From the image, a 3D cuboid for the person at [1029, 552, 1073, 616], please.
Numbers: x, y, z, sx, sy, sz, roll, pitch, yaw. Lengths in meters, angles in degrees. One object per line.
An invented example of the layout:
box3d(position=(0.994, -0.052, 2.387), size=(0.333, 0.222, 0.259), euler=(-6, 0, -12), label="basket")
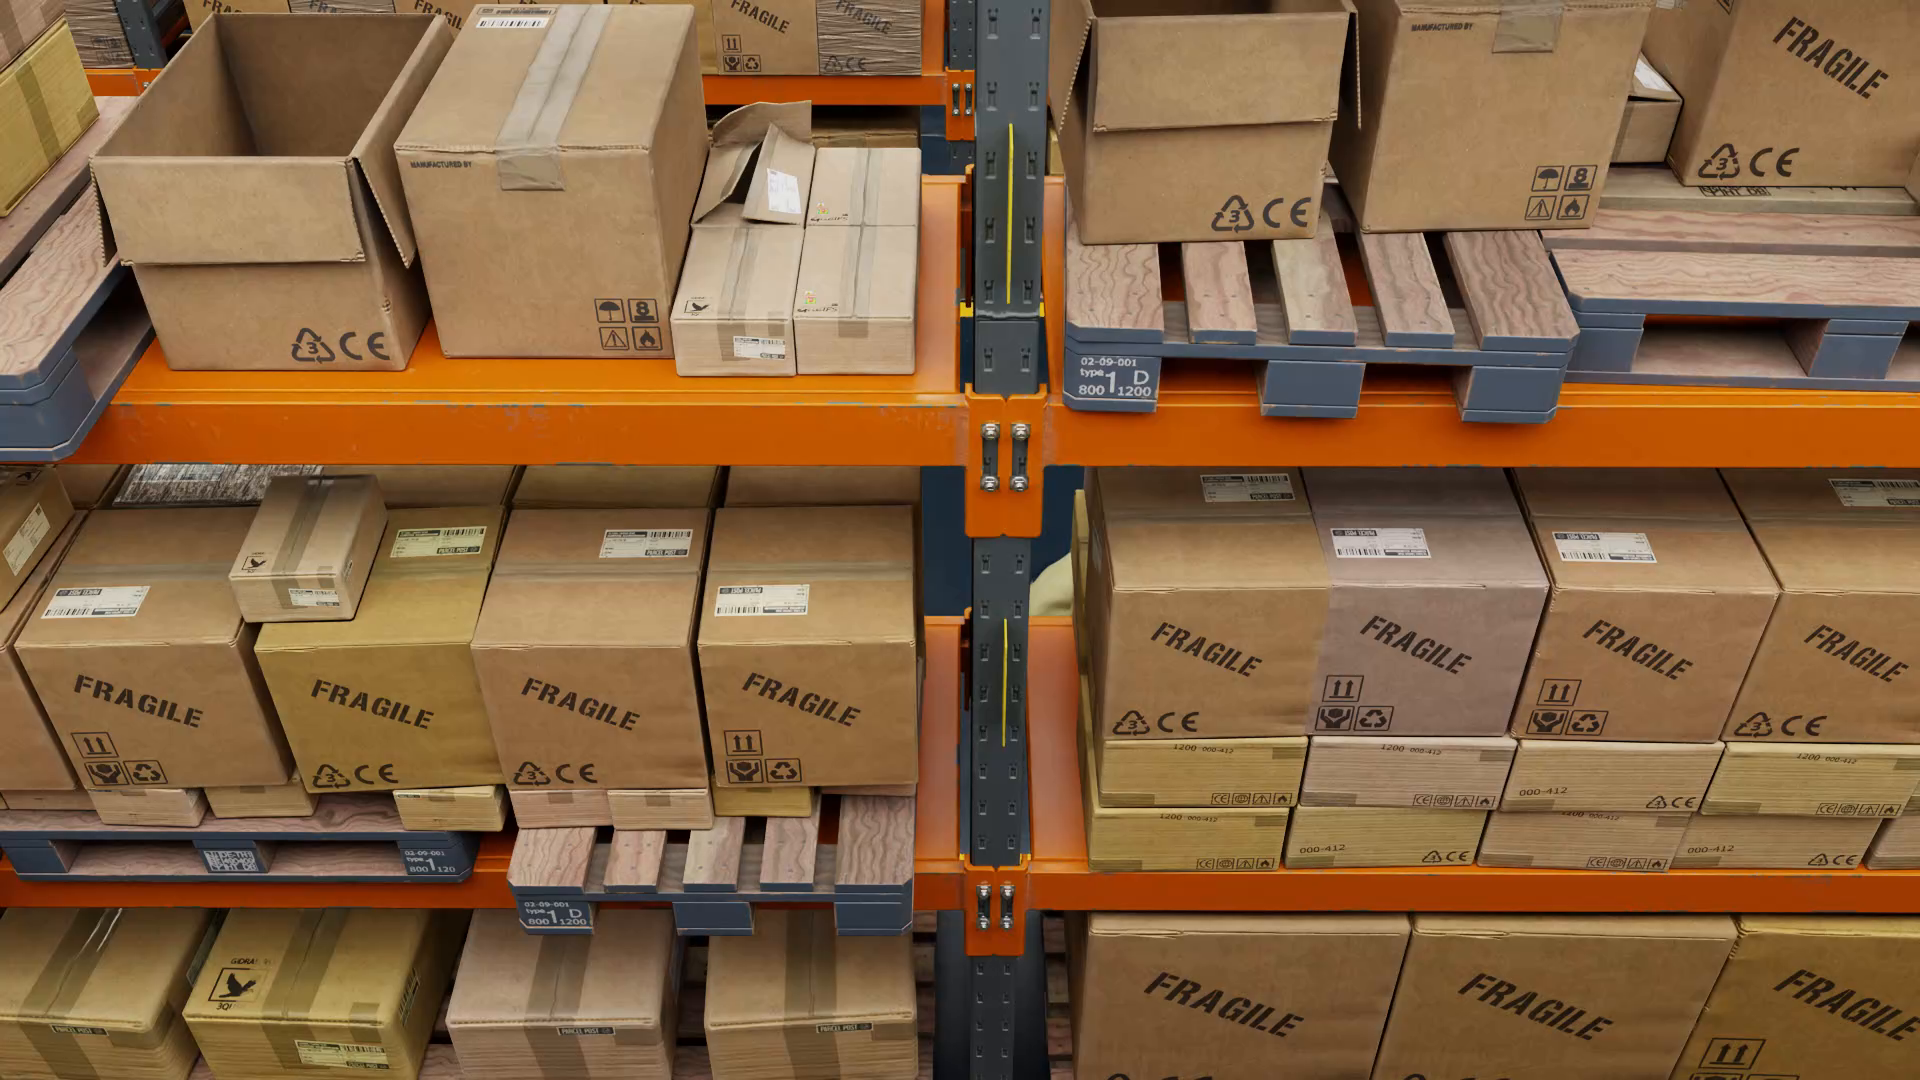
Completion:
box3d(position=(0.644, 0.279, 6.389), size=(0.793, 0.954, 0.491), euler=(6, 40, 8), label="person")
